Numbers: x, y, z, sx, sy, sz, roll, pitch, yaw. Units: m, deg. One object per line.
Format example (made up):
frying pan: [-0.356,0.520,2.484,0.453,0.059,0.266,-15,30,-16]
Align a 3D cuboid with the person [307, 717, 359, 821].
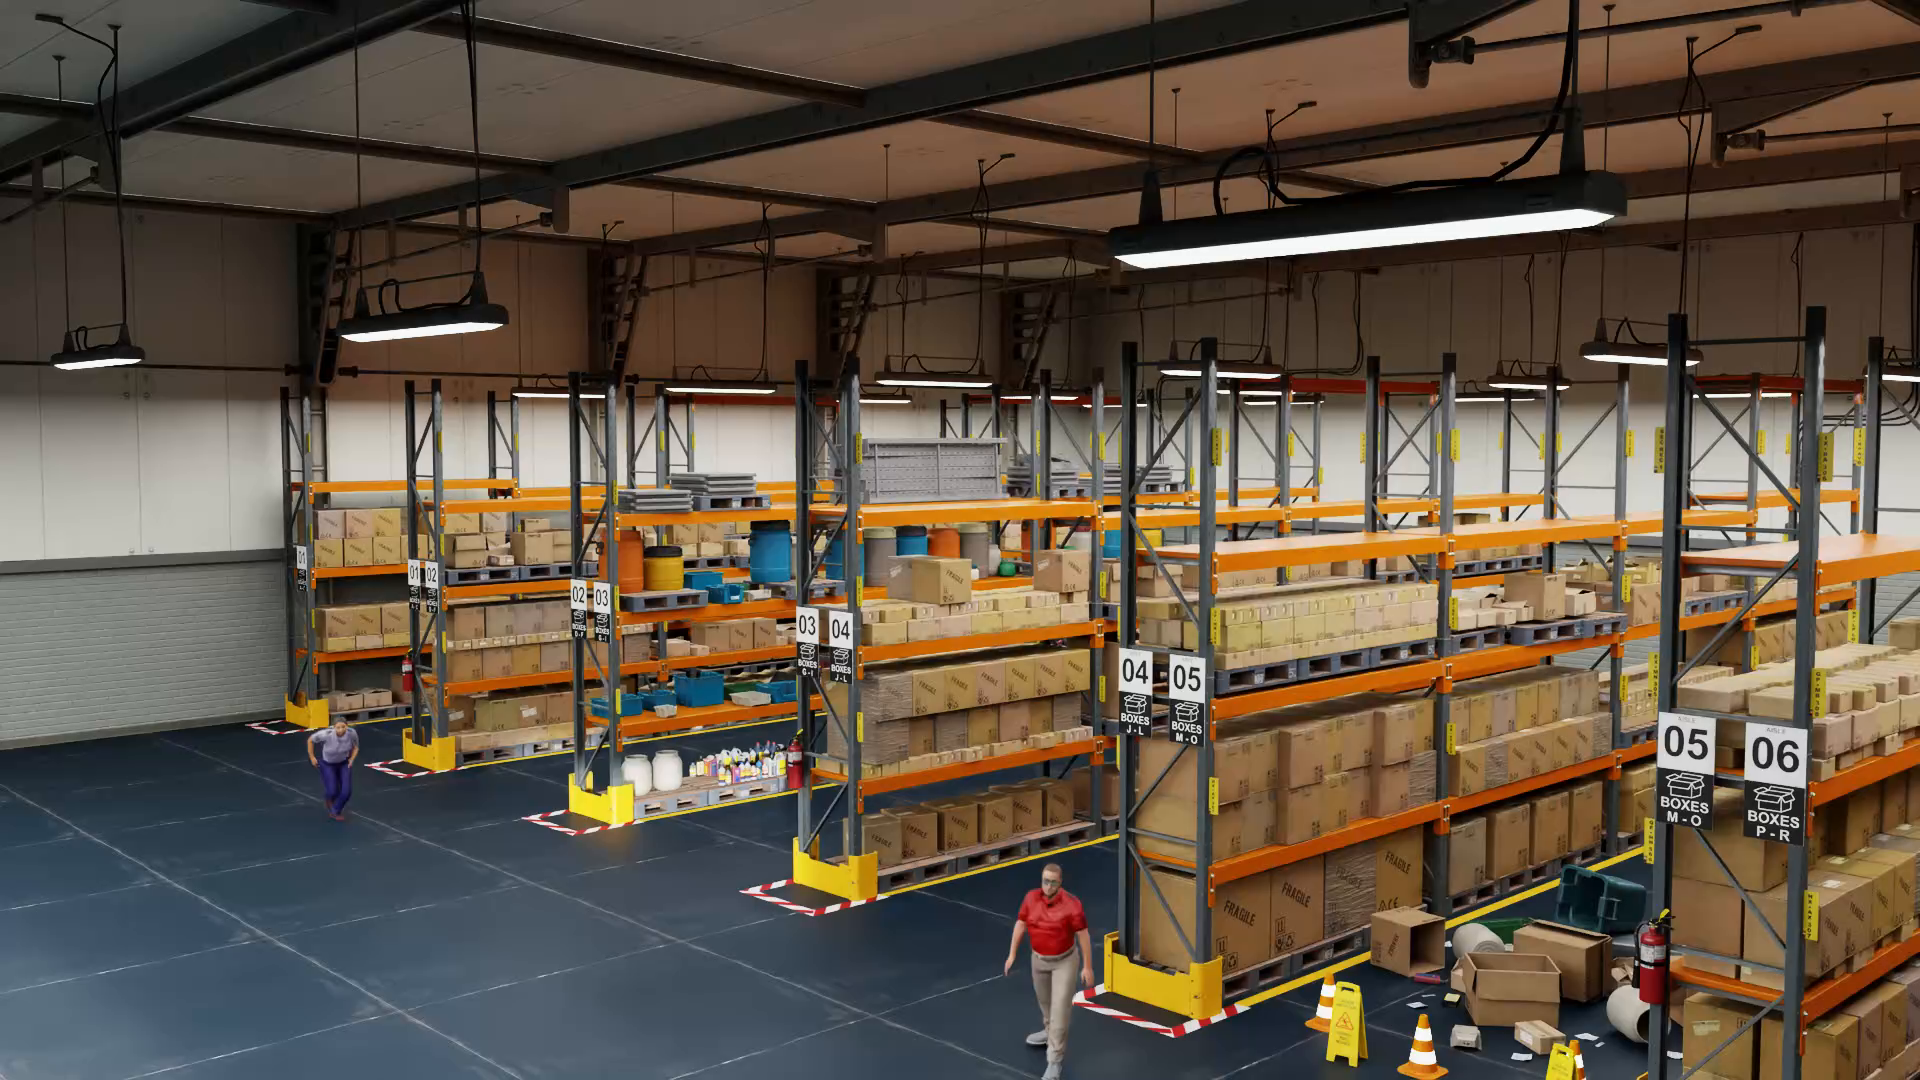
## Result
person: [-8.314,3.041,22.063,0.629,1.453,0.777,-3,4,-35]

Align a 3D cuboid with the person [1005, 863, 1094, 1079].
person: [0.750,3.454,13.618,0.710,1.684,0.902,2,4,31]
